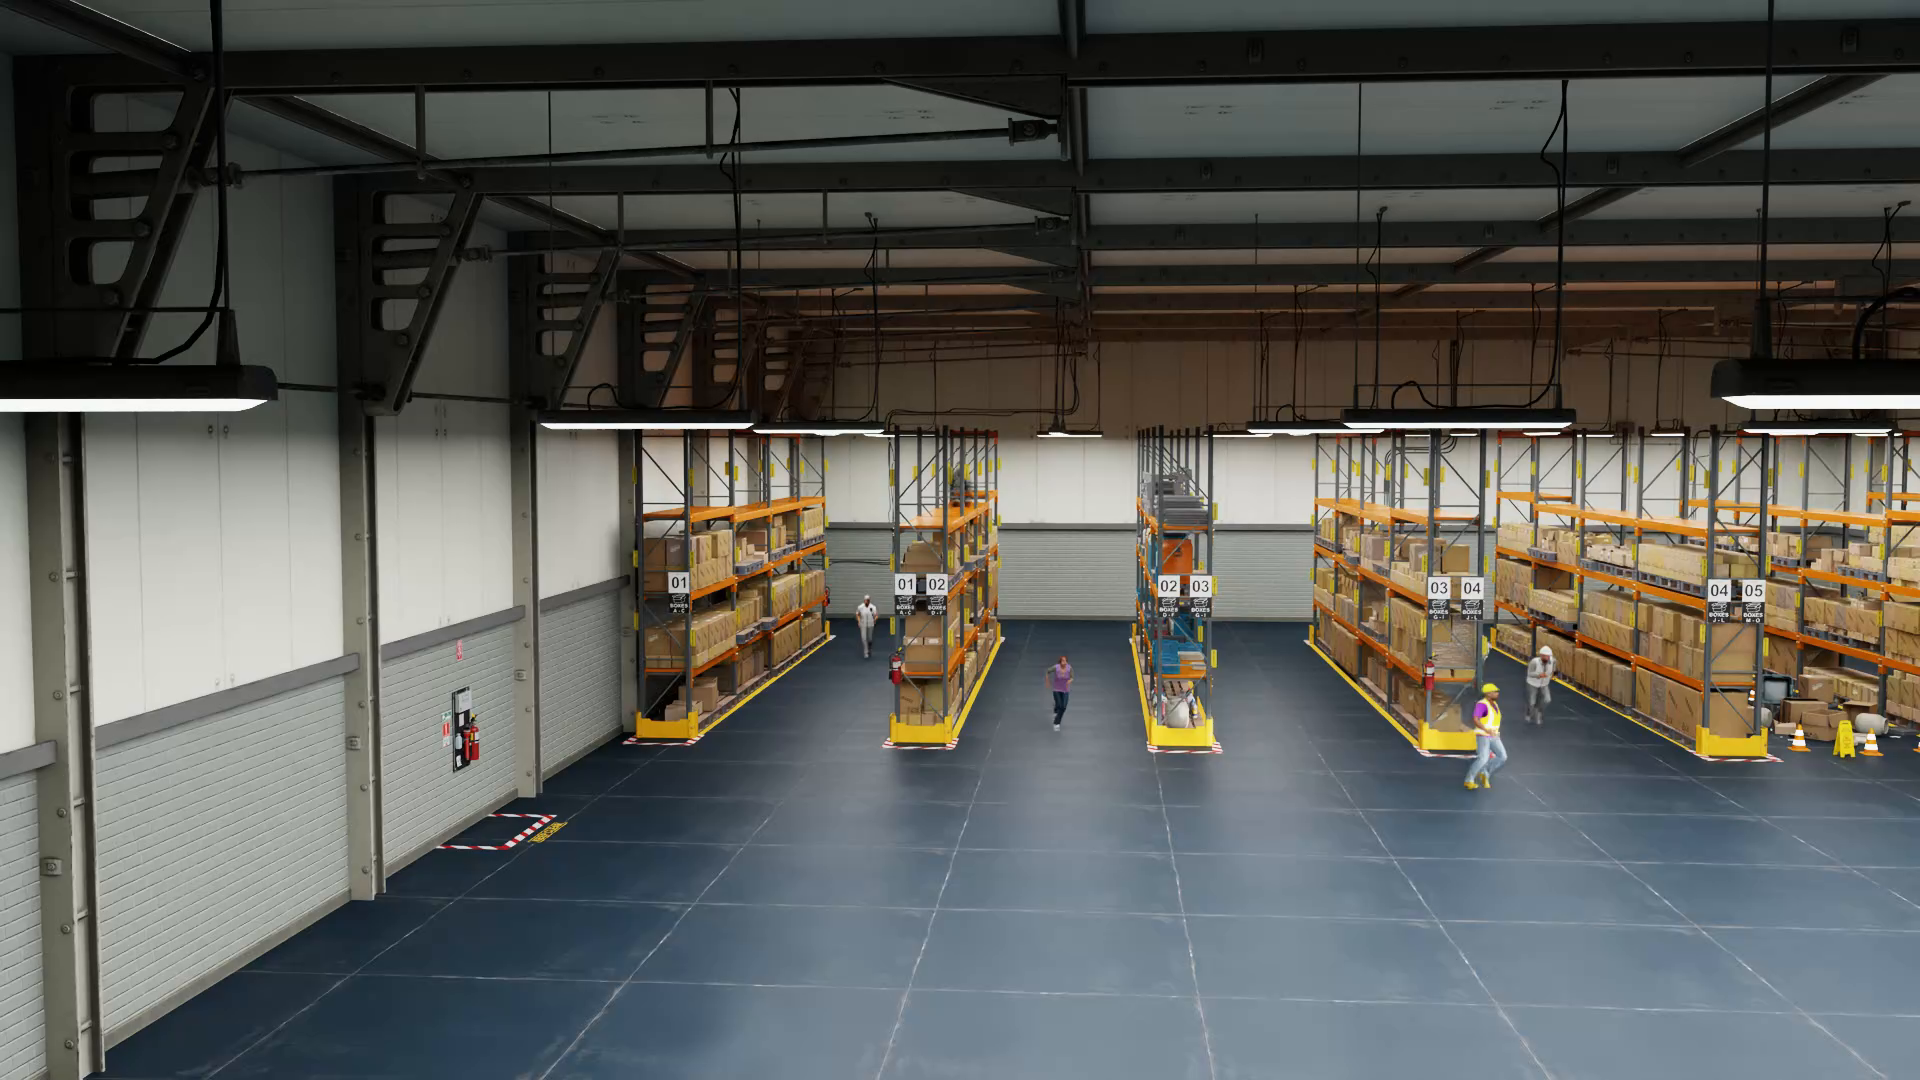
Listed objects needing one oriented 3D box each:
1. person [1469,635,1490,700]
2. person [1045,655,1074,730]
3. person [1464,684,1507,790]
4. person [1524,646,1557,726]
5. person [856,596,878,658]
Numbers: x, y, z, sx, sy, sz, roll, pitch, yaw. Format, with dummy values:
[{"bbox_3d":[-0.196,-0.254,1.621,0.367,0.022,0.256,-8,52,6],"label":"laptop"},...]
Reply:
[{"bbox_3d":[11.495,2.693,37.109,0.622,1.681,0.875,0,3,0],"label":"person"},{"bbox_3d":[1.980,3.005,32.682,0.525,1.526,0.648,-1,4,-14],"label":"person"},{"bbox_3d":[8.684,3.223,27.301,0.765,1.713,0.608,-3,5,-41],"label":"person"},{"bbox_3d":[11.624,2.910,33.294,0.692,1.638,0.951,0,3,-6],"label":"person"},{"bbox_3d":[-2.462,2.277,44.054,0.592,1.639,0.740,0,3,-4],"label":"person"}]
